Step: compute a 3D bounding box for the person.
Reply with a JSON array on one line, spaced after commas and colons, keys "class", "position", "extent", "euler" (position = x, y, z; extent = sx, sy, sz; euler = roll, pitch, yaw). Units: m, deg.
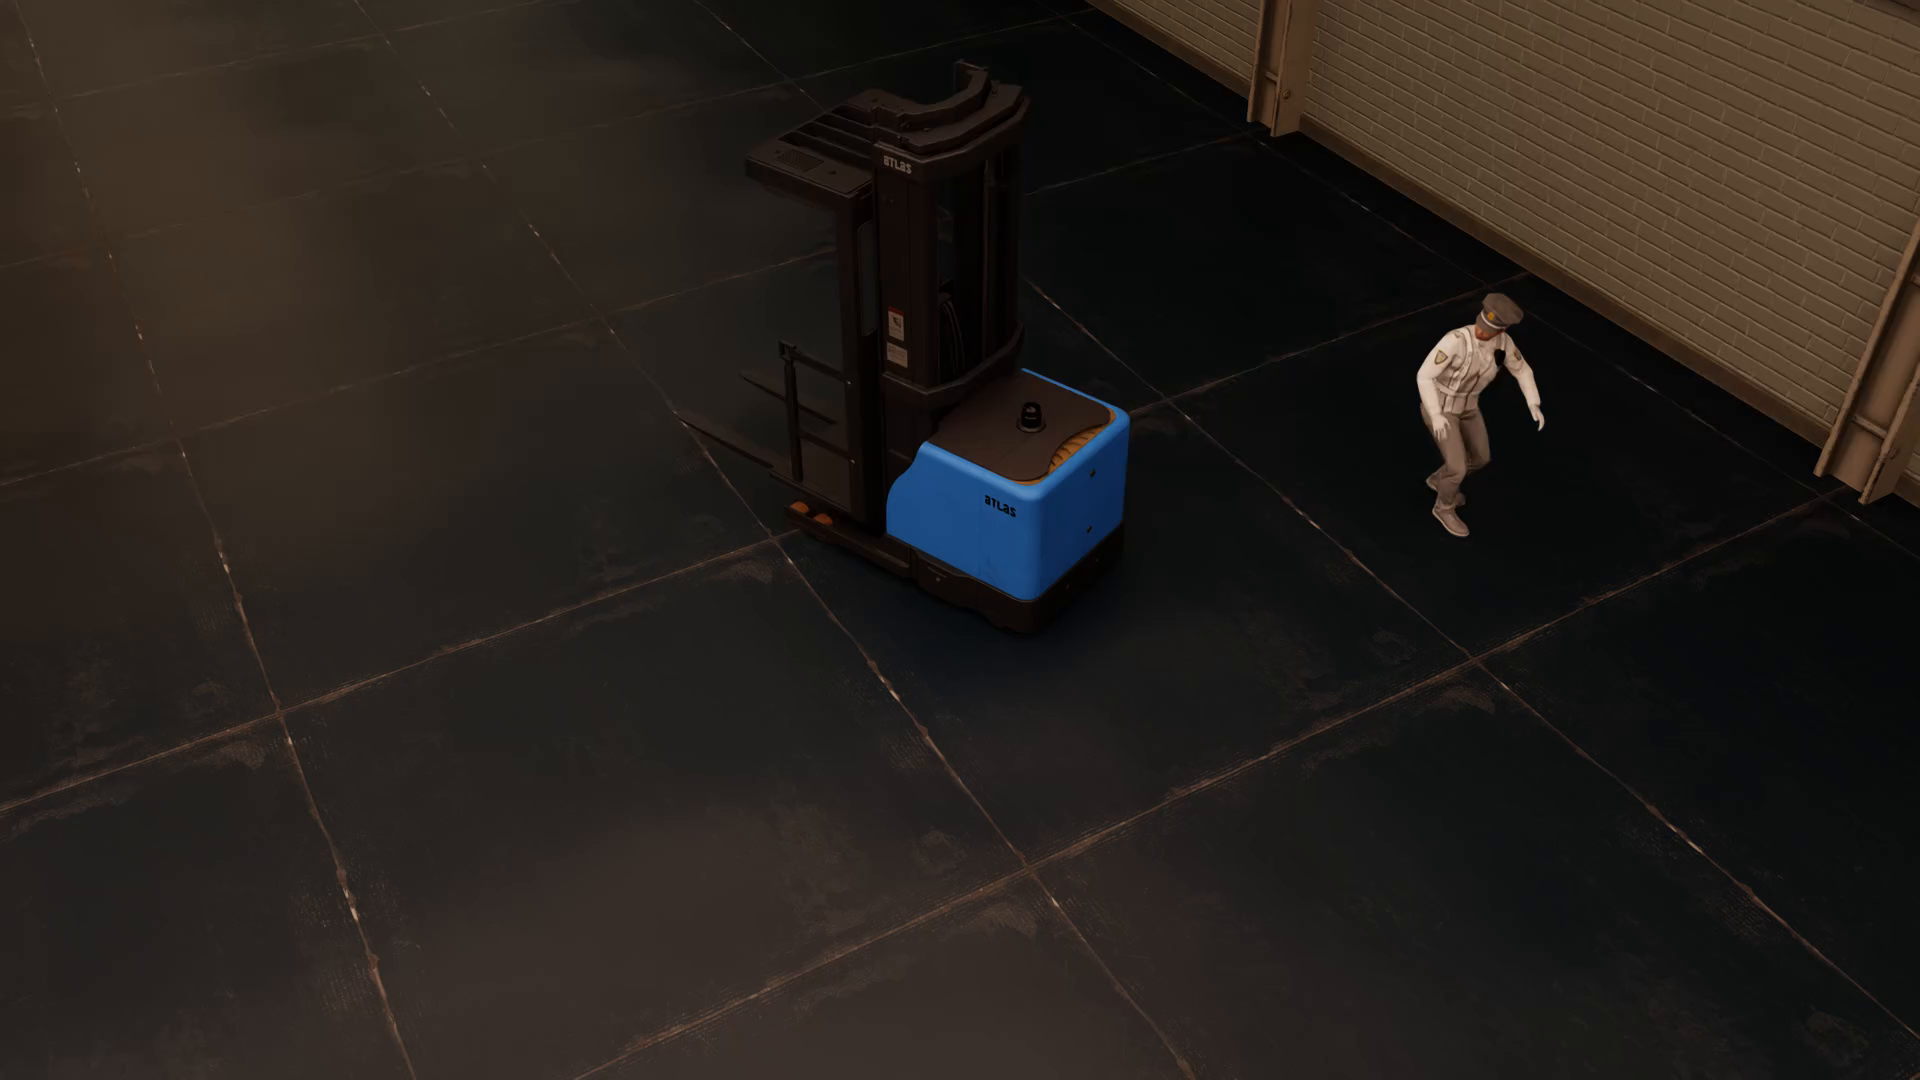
[{"class": "person", "position": [3.088, -0.734, 9.978], "extent": [0.742, 1.594, 0.672], "euler": [-20, 44, -23]}]

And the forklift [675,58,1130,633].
[{"class": "forklift", "position": [-0.481, -1.366, 9.683], "extent": [3.031, 2.935, 1.130], "euler": [26, 46, 28]}]
